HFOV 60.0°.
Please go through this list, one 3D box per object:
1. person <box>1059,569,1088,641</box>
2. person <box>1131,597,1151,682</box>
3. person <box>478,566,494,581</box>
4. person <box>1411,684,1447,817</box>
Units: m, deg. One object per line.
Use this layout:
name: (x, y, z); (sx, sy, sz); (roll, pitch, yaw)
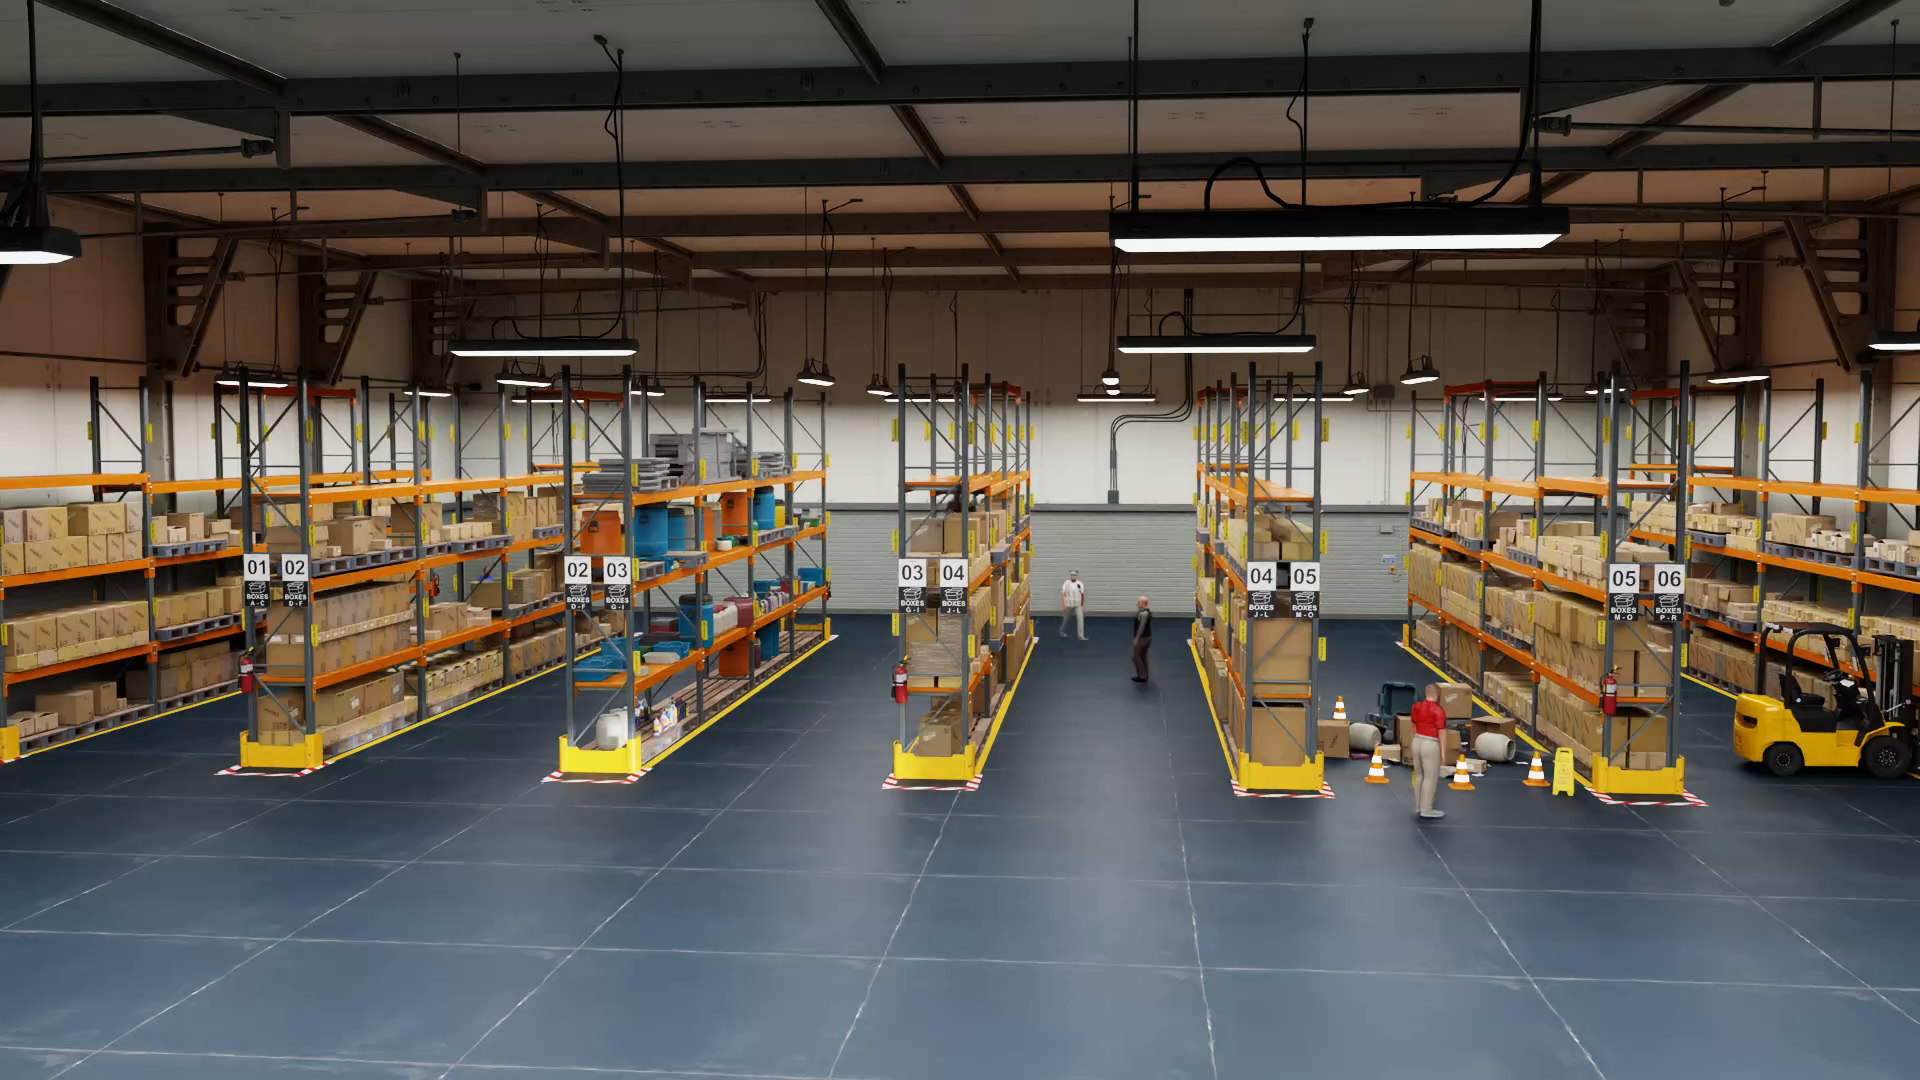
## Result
person: (2.753, 1.566, 40.216); (0.605, 1.719, 1.017); (-1, 4, -17)
person: (3.625, 1.997, 33.319); (0.403, 1.728, 0.545); (1, 4, 9)
person: (-12.043, 1.463, 42.334); (0.414, 1.628, 0.798); (0, 4, -5)
person: (6.153, 2.745, 21.708); (0.434, 1.749, 0.555); (-2, 4, -28)
